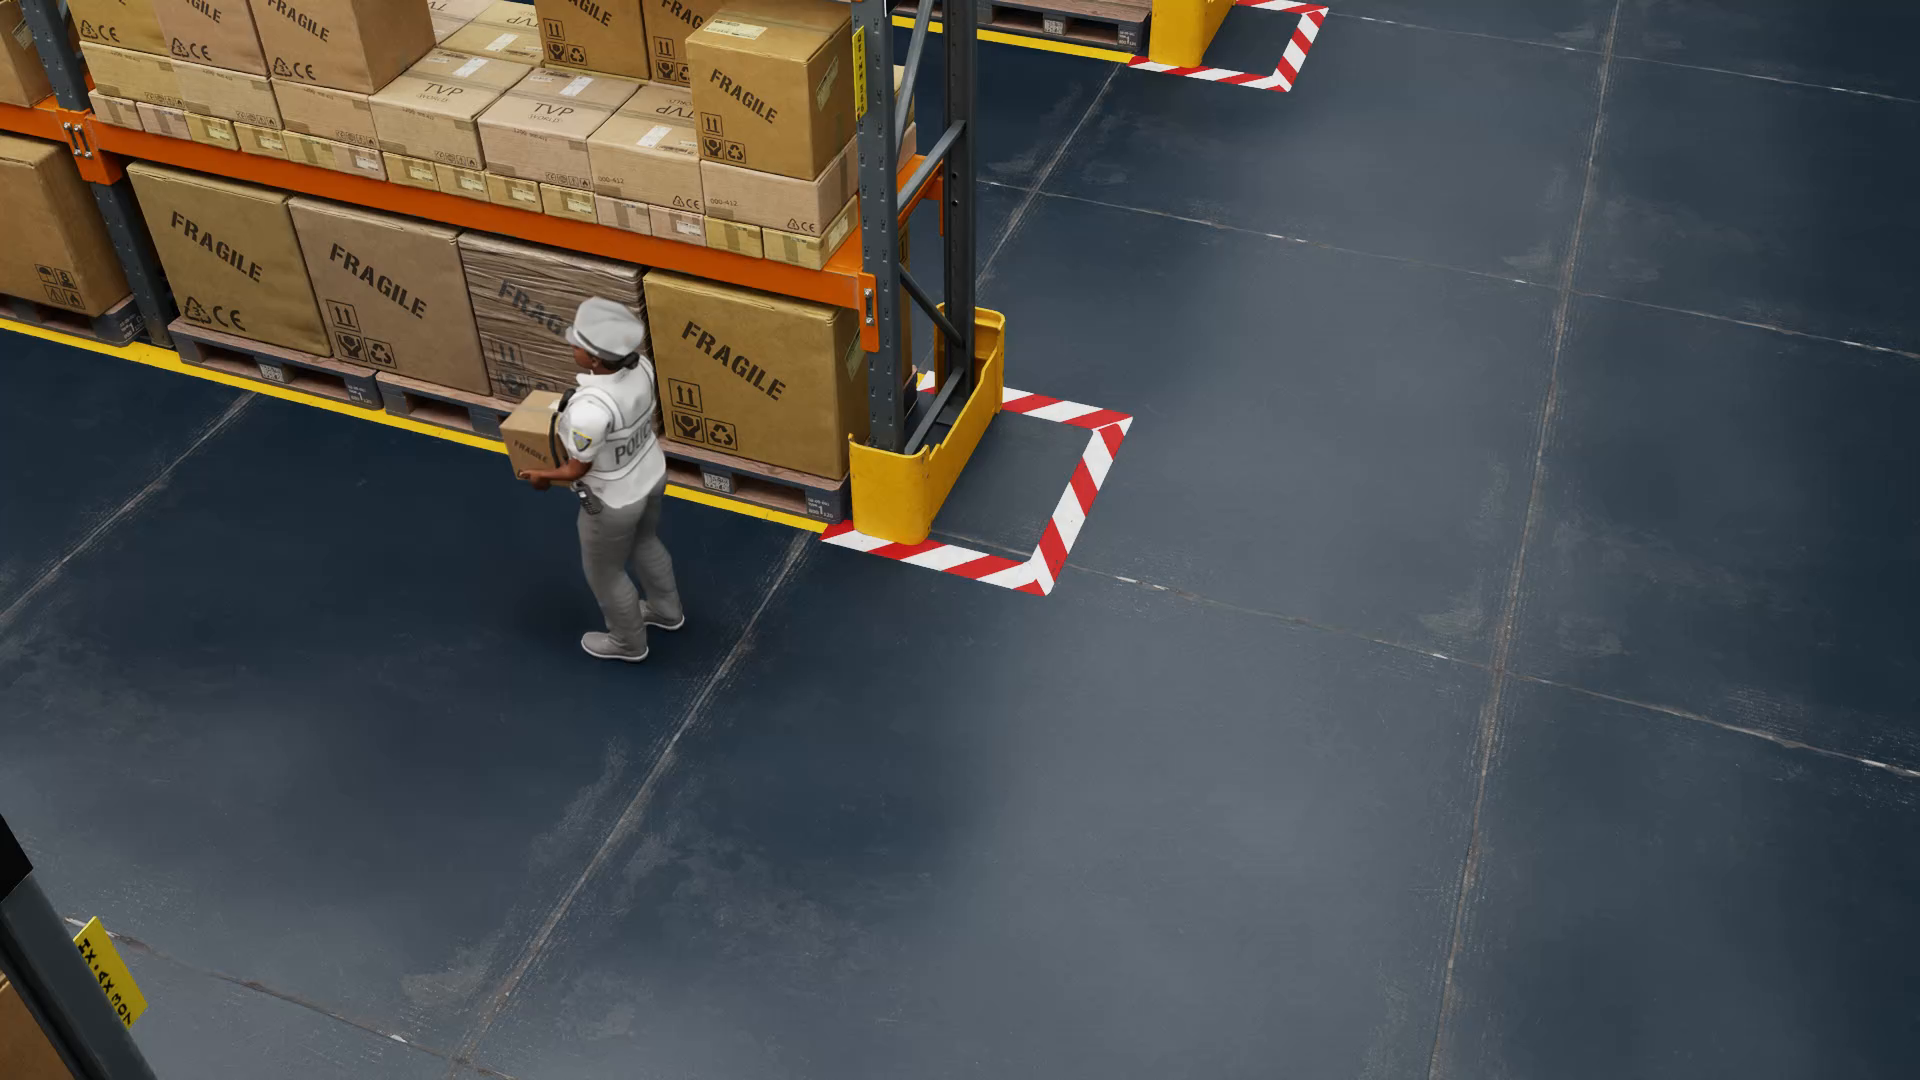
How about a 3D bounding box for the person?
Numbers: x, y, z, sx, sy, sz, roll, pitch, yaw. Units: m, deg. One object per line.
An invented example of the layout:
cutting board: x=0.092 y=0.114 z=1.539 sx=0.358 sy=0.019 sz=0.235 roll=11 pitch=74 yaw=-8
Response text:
person: x=-1.376 y=-0.224 z=6.388 sx=0.538 sy=1.689 sz=0.449 roll=14 pitch=44 yaw=15
